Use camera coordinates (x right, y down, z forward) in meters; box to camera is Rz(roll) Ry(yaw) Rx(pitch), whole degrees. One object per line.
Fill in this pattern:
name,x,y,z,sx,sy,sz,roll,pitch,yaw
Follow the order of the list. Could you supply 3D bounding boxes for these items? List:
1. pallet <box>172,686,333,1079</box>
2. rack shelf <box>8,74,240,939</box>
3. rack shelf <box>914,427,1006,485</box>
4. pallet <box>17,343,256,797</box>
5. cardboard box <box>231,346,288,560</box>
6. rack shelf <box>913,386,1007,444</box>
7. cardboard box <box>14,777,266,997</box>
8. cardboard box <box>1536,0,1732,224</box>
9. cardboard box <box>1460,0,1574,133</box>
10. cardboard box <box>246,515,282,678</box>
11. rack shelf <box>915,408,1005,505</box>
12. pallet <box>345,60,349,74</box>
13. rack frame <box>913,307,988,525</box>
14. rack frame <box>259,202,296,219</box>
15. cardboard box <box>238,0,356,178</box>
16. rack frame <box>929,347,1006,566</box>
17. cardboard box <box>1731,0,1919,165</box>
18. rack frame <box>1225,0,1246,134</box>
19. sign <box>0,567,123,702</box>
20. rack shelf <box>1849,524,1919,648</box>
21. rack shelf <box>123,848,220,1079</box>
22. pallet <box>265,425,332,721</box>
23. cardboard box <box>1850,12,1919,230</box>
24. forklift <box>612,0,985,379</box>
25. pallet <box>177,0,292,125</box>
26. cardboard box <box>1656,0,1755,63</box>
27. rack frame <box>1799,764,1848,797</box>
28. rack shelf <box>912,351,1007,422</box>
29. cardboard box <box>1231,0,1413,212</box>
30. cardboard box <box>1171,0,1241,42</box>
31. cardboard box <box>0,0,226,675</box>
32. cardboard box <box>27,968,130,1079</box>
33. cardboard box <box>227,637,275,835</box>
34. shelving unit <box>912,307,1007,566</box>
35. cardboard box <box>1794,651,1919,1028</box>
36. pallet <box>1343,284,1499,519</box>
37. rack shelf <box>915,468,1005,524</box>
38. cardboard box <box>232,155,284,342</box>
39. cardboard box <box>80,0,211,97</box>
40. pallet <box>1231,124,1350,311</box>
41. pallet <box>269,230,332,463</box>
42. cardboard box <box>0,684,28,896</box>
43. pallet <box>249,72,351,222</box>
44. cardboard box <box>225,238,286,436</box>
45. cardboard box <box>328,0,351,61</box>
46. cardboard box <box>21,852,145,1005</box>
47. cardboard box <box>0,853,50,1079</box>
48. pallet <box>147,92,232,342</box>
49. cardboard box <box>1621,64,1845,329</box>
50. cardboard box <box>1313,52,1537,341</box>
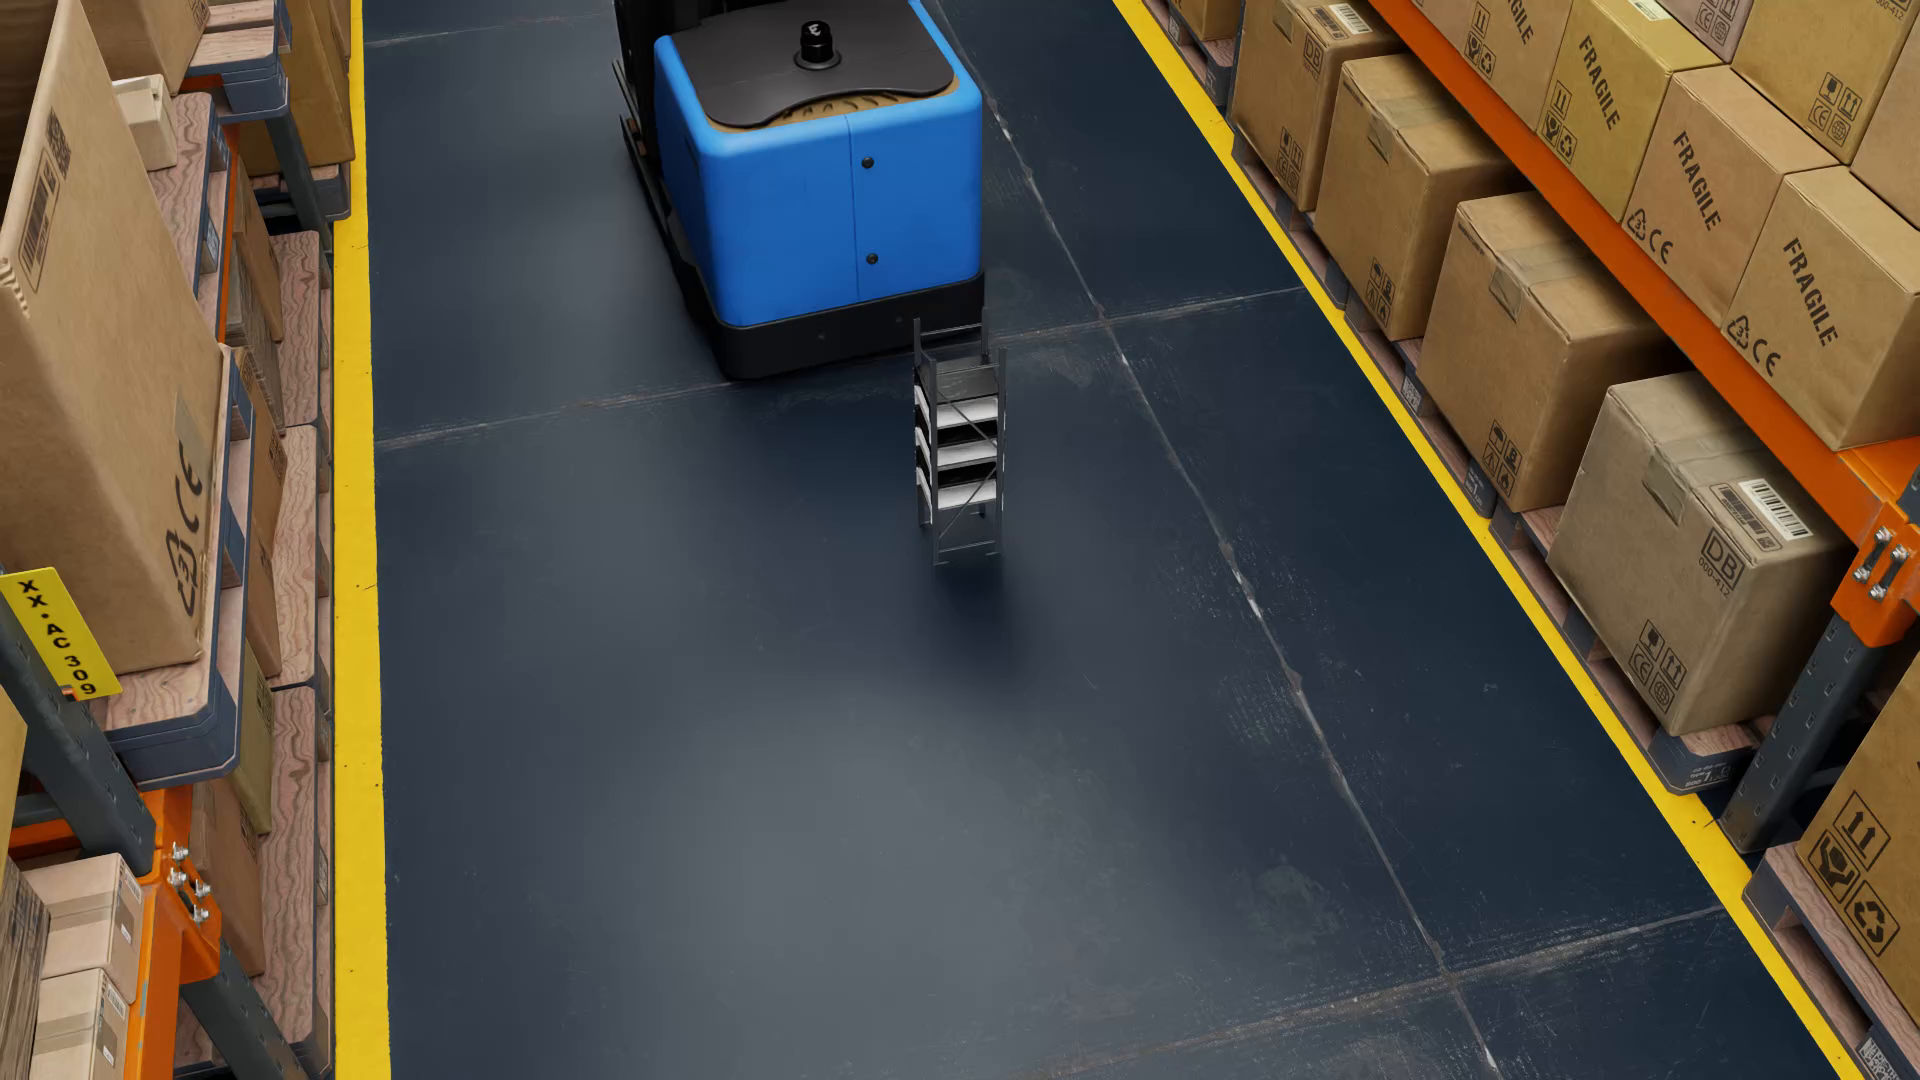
pallet,-2.283,1.015,4.608,1.003,0.211,1.213,-11,47,-10
rack shelf,-2.594,-0.553,4.695,1.077,0.370,4.000,-11,47,-10
rack shelf,-0.002,-0.297,5.458,0.258,0.077,0.200,-11,47,-10
pallet,-2.137,0.089,3.697,1.003,0.211,1.213,-11,47,-10
cardboard box,-2.609,-0.235,5.322,0.700,0.500,0.500,-7,46,-7
rack shelf,-0.002,-0.423,5.329,0.258,0.077,0.200,-11,47,-10
cardboard box,-2.218,0.869,4.240,0.700,0.500,0.500,-14,47,-13
cardboard box,2.088,-1.305,4.859,0.500,0.500,0.500,-10,46,-10
cardboard box,1.956,-1.655,5.202,0.500,0.500,0.500,-11,47,-11
cardboard box,-2.466,0.150,4.945,0.700,0.500,0.500,-14,47,-14
rack shelf,-0.002,-0.295,5.460,0.258,0.252,0.200,-11,47,-10
pallet,-3.544,-2.608,8.158,1.003,0.211,1.213,-11,47,-10
rack frame,-0.028,-0.391,5.503,0.240,0.900,0.006,-11,47,-10
rack frame,-3.103,-2.186,5.792,0.949,2.616,0.053,-11,47,-10
cardboard box,-3.262,-2.069,6.871,1.225,0.875,0.875,-13,47,-12
rack frame,0.024,-0.250,5.365,0.240,0.900,0.006,-11,47,-10
cardboard box,2.472,-1.342,4.195,0.700,0.500,0.500,-11,47,-11
rack frame,1.715,-3.023,6.612,1.000,3.000,0.127,-11,47,-10
sign,-1.559,0.169,2.878,0.100,0.325,0.005,-11,47,-10
rack shelf,3.251,1.372,2.809,1.077,0.370,4.000,-11,47,-10
rack shelf,-1.570,2.209,1.989,1.077,0.370,4.000,-11,47,-10
pallet,-2.599,0.171,5.435,1.003,0.211,1.213,-11,47,-10
cardboard box,2.606,-0.988,3.848,0.700,0.500,0.500,-11,47,-11
forklift,-4.196,-1.938,5.597,8.118,2.935,3.193,-14,47,-13
pallet,-2.821,-1.646,5.397,1.213,0.211,1.003,-11,47,-10
cardboard box,2.343,-1.691,4.537,0.700,0.500,0.500,-10,46,-10
rack frame,2.735,-0.260,3.905,0.949,2.616,0.053,-11,47,-10
rack shelf,6.545,-0.505,3.555,12.311,2.546,5.840,-11,47,-10
cardboard box,0.328,0.007,4.582,5.455,1.239,5.693,-11,47,-11
cardboard box,1.293,-2.701,7.753,0.500,0.500,0.500,-11,47,-11
cardboard box,-2.150,-0.355,3.284,1.000,1.000,1.000,-10,46,-10
cardboard box,-1.688,0.933,2.911,0.380,0.149,0.250,-11,47,-10
cardboard box,-2.322,0.537,4.566,0.700,0.500,0.500,-11,47,-11
shelving unit,6.545,-0.280,3.788,12.311,3.194,5.845,-11,47,-10
cardboard box,2.832,0.783,4.076,0.875,0.875,0.875,-10,46,-10
pallet,2.152,-0.648,6.237,1.003,0.211,1.213,-11,47,-10
rack shelf,-0.002,-0.171,5.586,0.258,0.077,0.200,-11,47,-10
cardboard box,-2.915,-1.006,6.077,0.700,0.500,0.500,-13,47,-12
cardboard box,-2.689,-1.635,4.888,0.700,0.500,0.500,-4,46,-4
pallet,1.844,-1.488,7.061,1.003,0.211,1.213,-11,47,-10
pallet,-10.761,-1.232,6.809,15.783,0.211,6.755,-11,47,-10
cardboard box,-1.701,0.347,2.331,0.500,0.500,0.500,-11,47,-10
pallet,-3.235,-1.768,7.334,1.003,0.211,1.213,-11,47,-10
cardboard box,-2.761,-0.625,5.704,0.700,0.500,0.500,-14,47,-14
cardboard box,-3.483,-2.686,7.476,1.225,0.875,0.875,-11,47,-10
cardboard box,-1.743,0.759,3.082,0.380,0.149,0.250,-11,47,-10
cardboard box,-2.026,0.759,2.628,0.875,0.500,0.500,-11,47,-10
pallet,-2.560,-0.759,4.528,1.003,0.211,1.213,-11,47,-10
cardboard box,2.217,-0.956,4.517,0.500,0.500,0.500,-11,47,-11
cardboard box,2.011,-1.342,6.246,1.050,0.750,0.750,-10,46,-10
